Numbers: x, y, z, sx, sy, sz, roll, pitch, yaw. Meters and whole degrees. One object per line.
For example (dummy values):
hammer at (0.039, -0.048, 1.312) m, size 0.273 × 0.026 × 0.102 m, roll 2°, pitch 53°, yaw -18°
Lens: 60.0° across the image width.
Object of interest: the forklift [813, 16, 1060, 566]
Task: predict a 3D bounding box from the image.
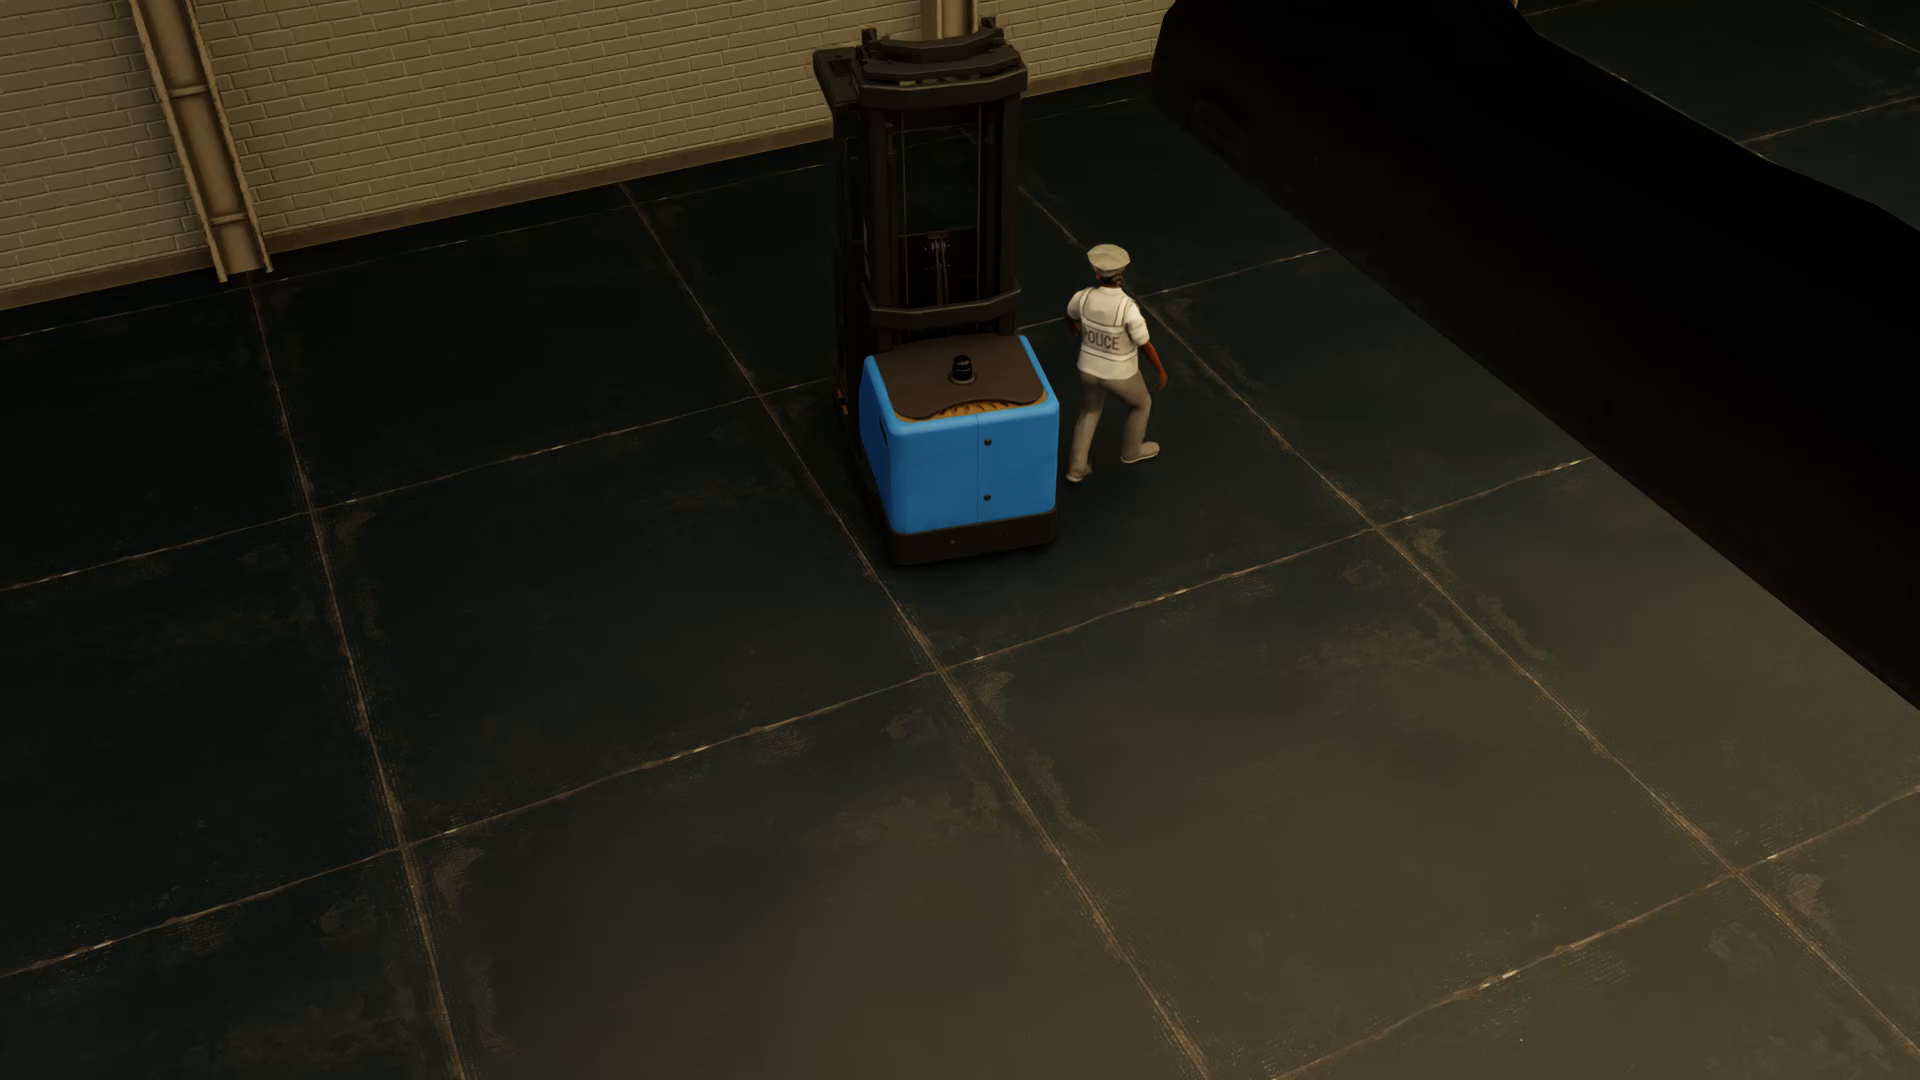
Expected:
forklift at (-0.250, -1.923, 10.321) m, size 1.130 × 2.935 × 3.031 m, roll -9°, pitch 41°, yaw -10°

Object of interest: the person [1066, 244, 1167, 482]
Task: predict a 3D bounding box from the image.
person at (0.934, -1.104, 10.422) m, size 0.748 × 1.642 × 0.650 m, roll 22°, pitch 44°, yaw 24°
